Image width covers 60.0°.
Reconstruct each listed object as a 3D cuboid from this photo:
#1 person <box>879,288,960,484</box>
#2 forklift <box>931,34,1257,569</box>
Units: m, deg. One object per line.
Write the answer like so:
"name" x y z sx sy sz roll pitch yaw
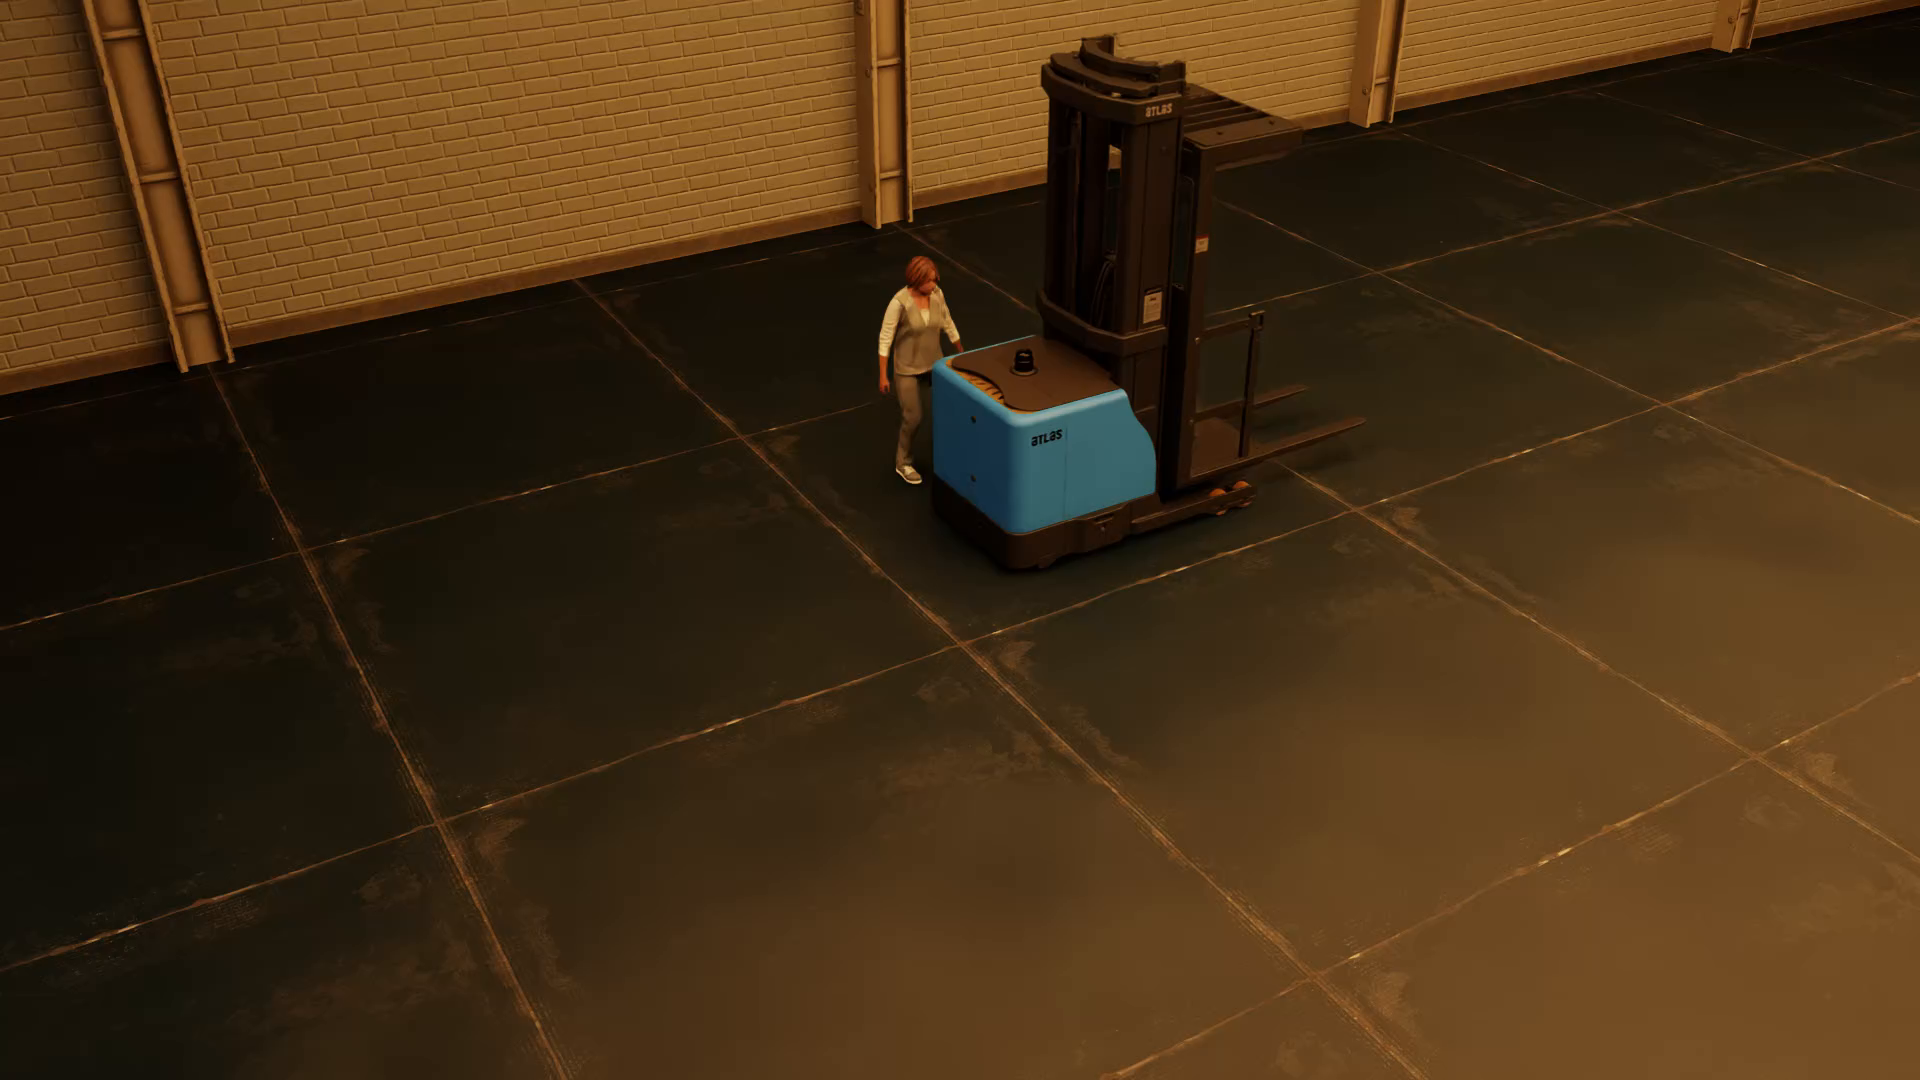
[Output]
"person" -0.235 -1.029 10.924 0.633 1.335 0.283 -18 36 -28
"forklift" 1.339 -1.634 10.375 3.031 2.935 1.130 -17 35 -27
